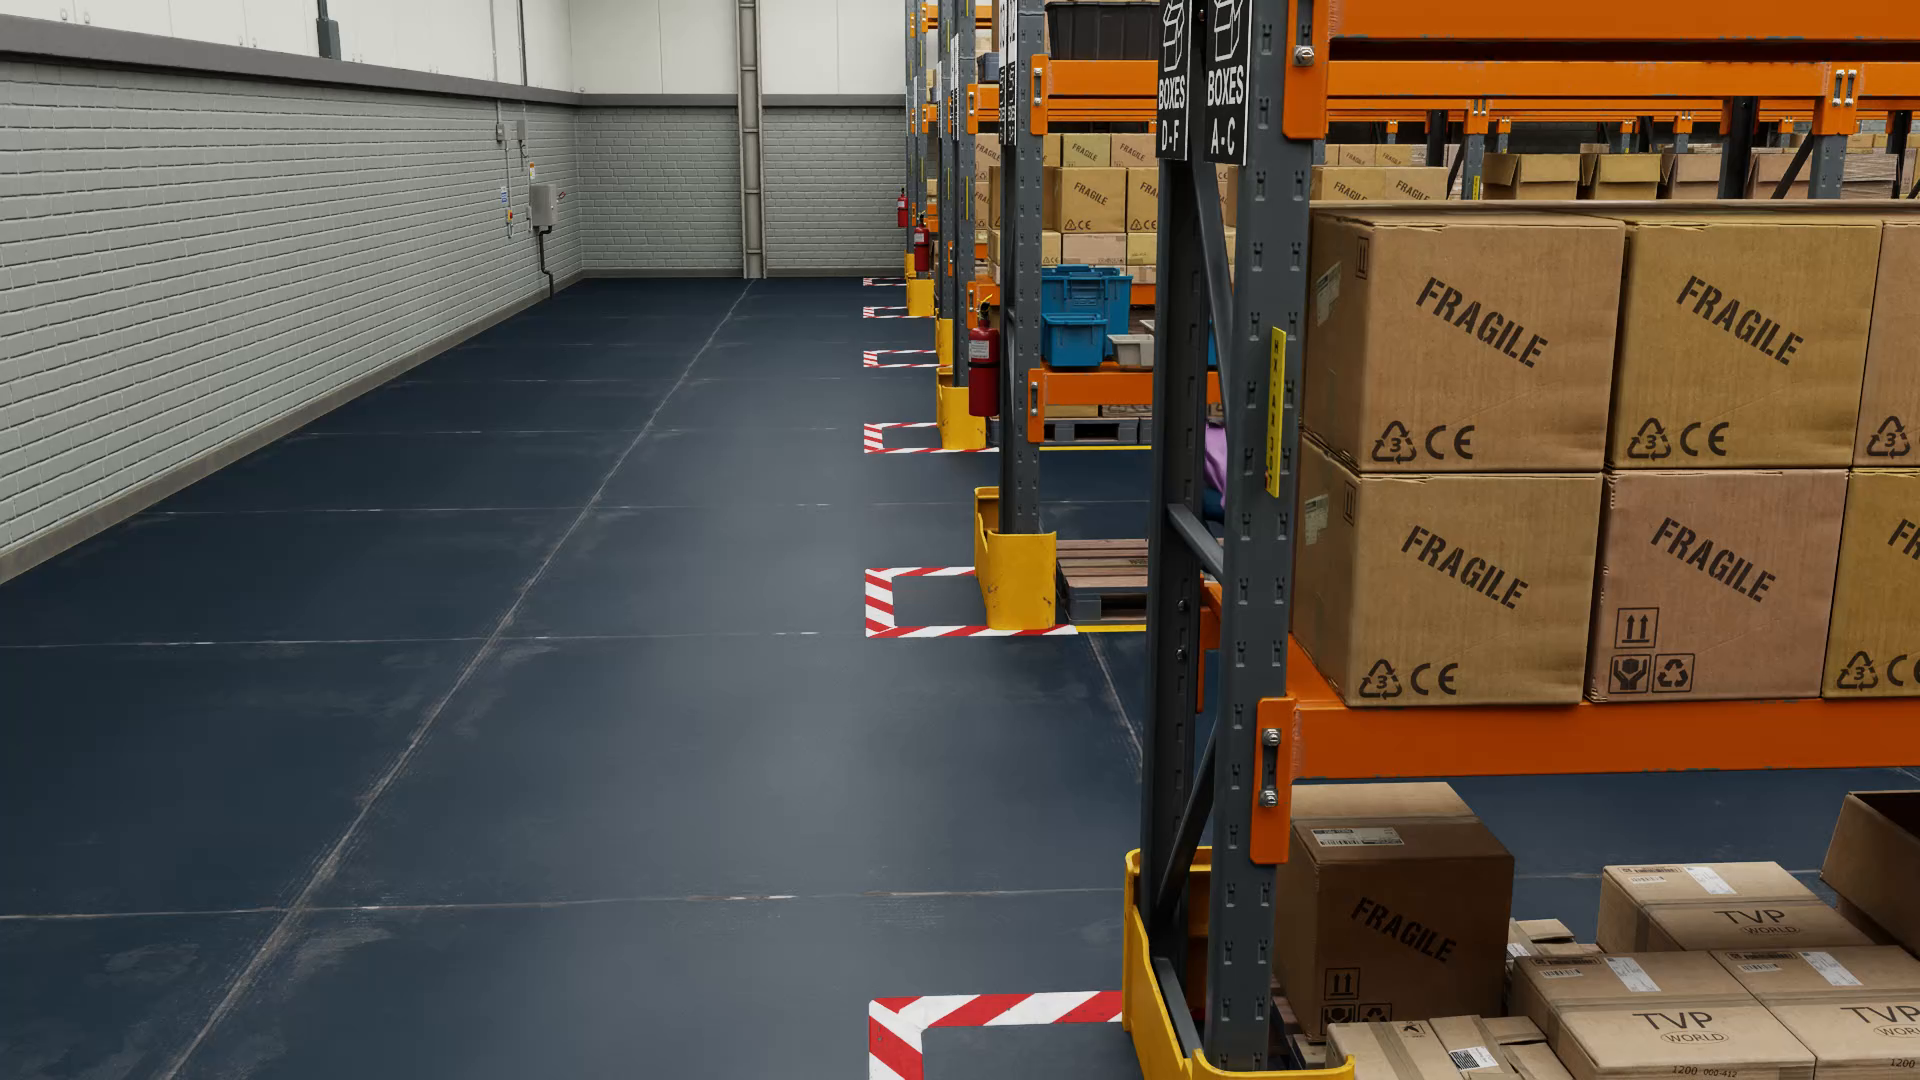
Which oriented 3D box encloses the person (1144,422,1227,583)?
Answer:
[{"bbox_3d":[1.298,-0.217,8.537,0.442,0.880,0.792,-8,16,-30],"label":"person"}]
